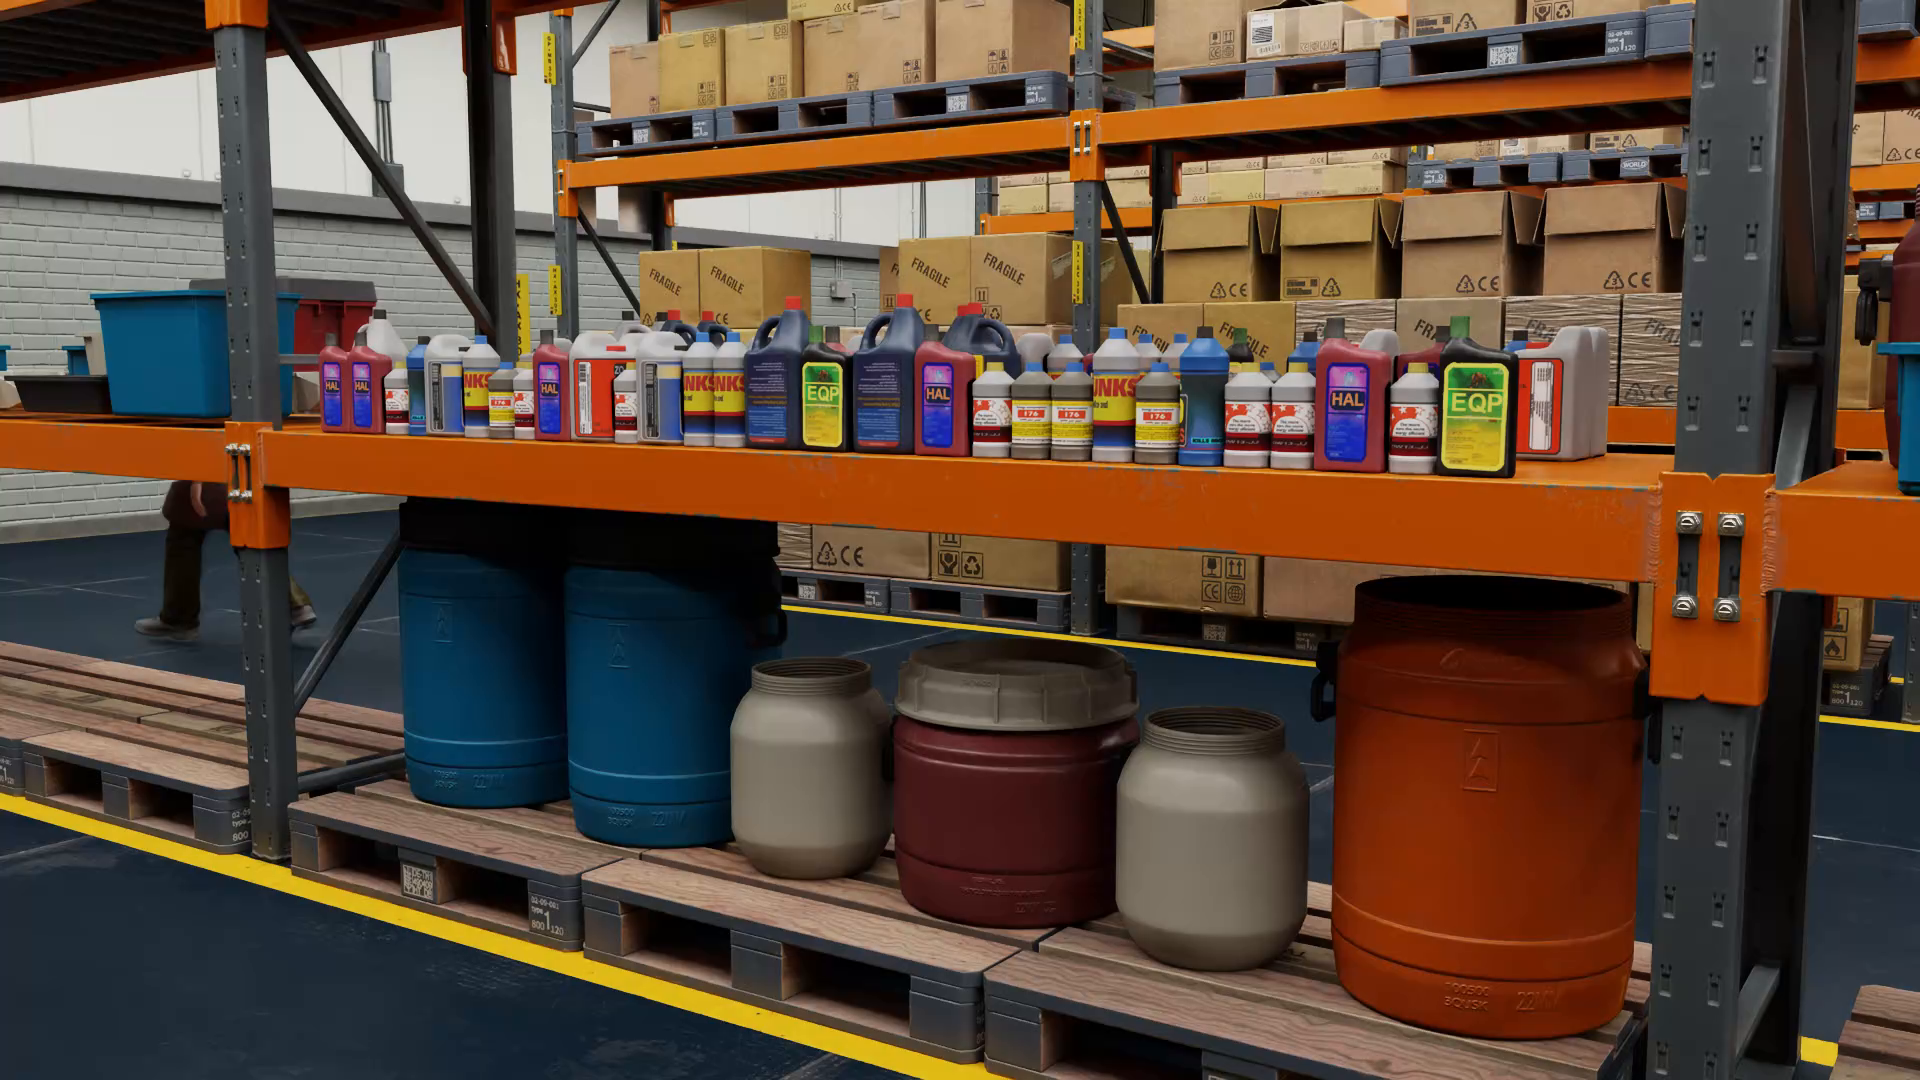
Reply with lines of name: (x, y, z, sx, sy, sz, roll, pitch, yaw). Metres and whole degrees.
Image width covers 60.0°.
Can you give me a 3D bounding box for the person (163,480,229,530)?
person: (-3.937, -0.517, 8.782, 0.489, 0.954, 0.656, 3, 7, 23)
